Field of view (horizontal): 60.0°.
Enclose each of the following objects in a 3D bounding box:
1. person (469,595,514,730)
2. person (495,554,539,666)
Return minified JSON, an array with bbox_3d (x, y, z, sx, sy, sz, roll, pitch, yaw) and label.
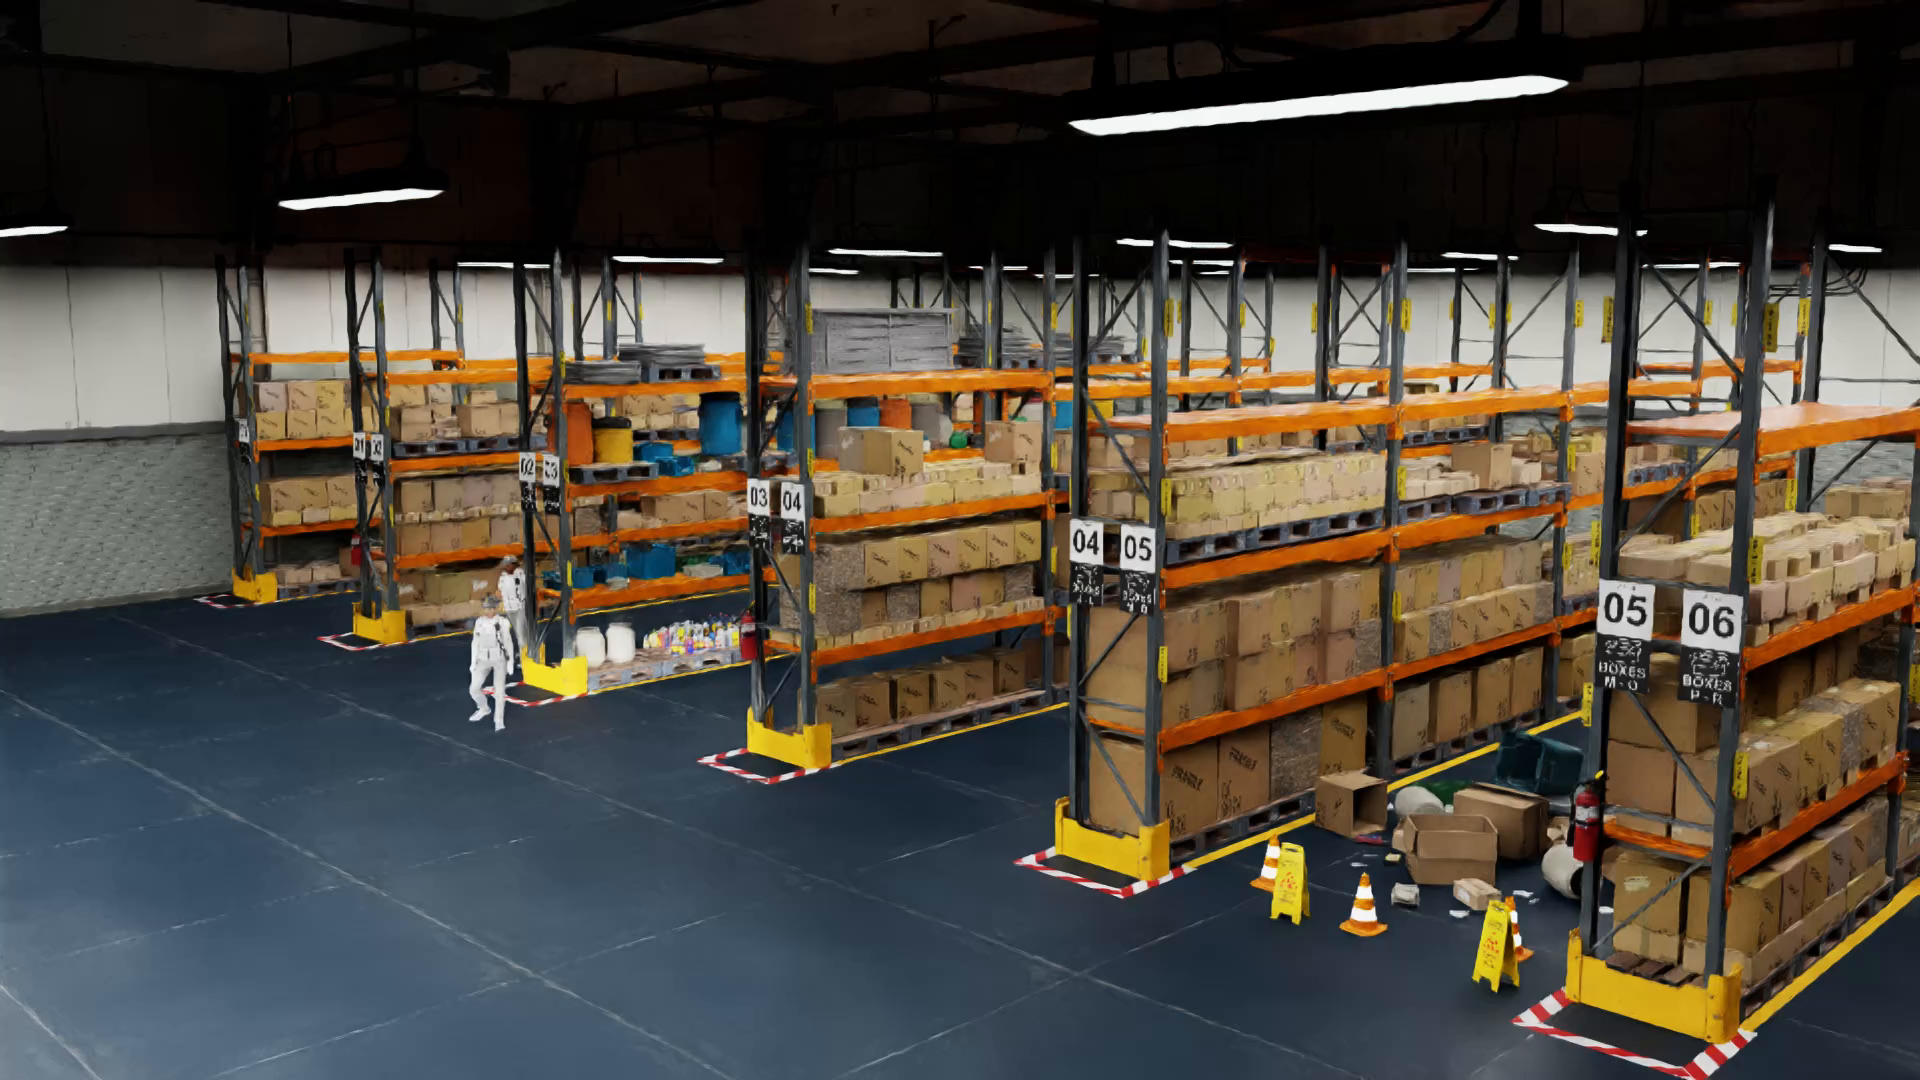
[{"bbox_3d":[-5.751,1.477,20.303,0.638,1.660,0.497,1,8,4],"label":"person"},{"bbox_3d":[-6.342,0.974,24.029,0.655,1.591,0.824,4,9,27],"label":"person"}]
